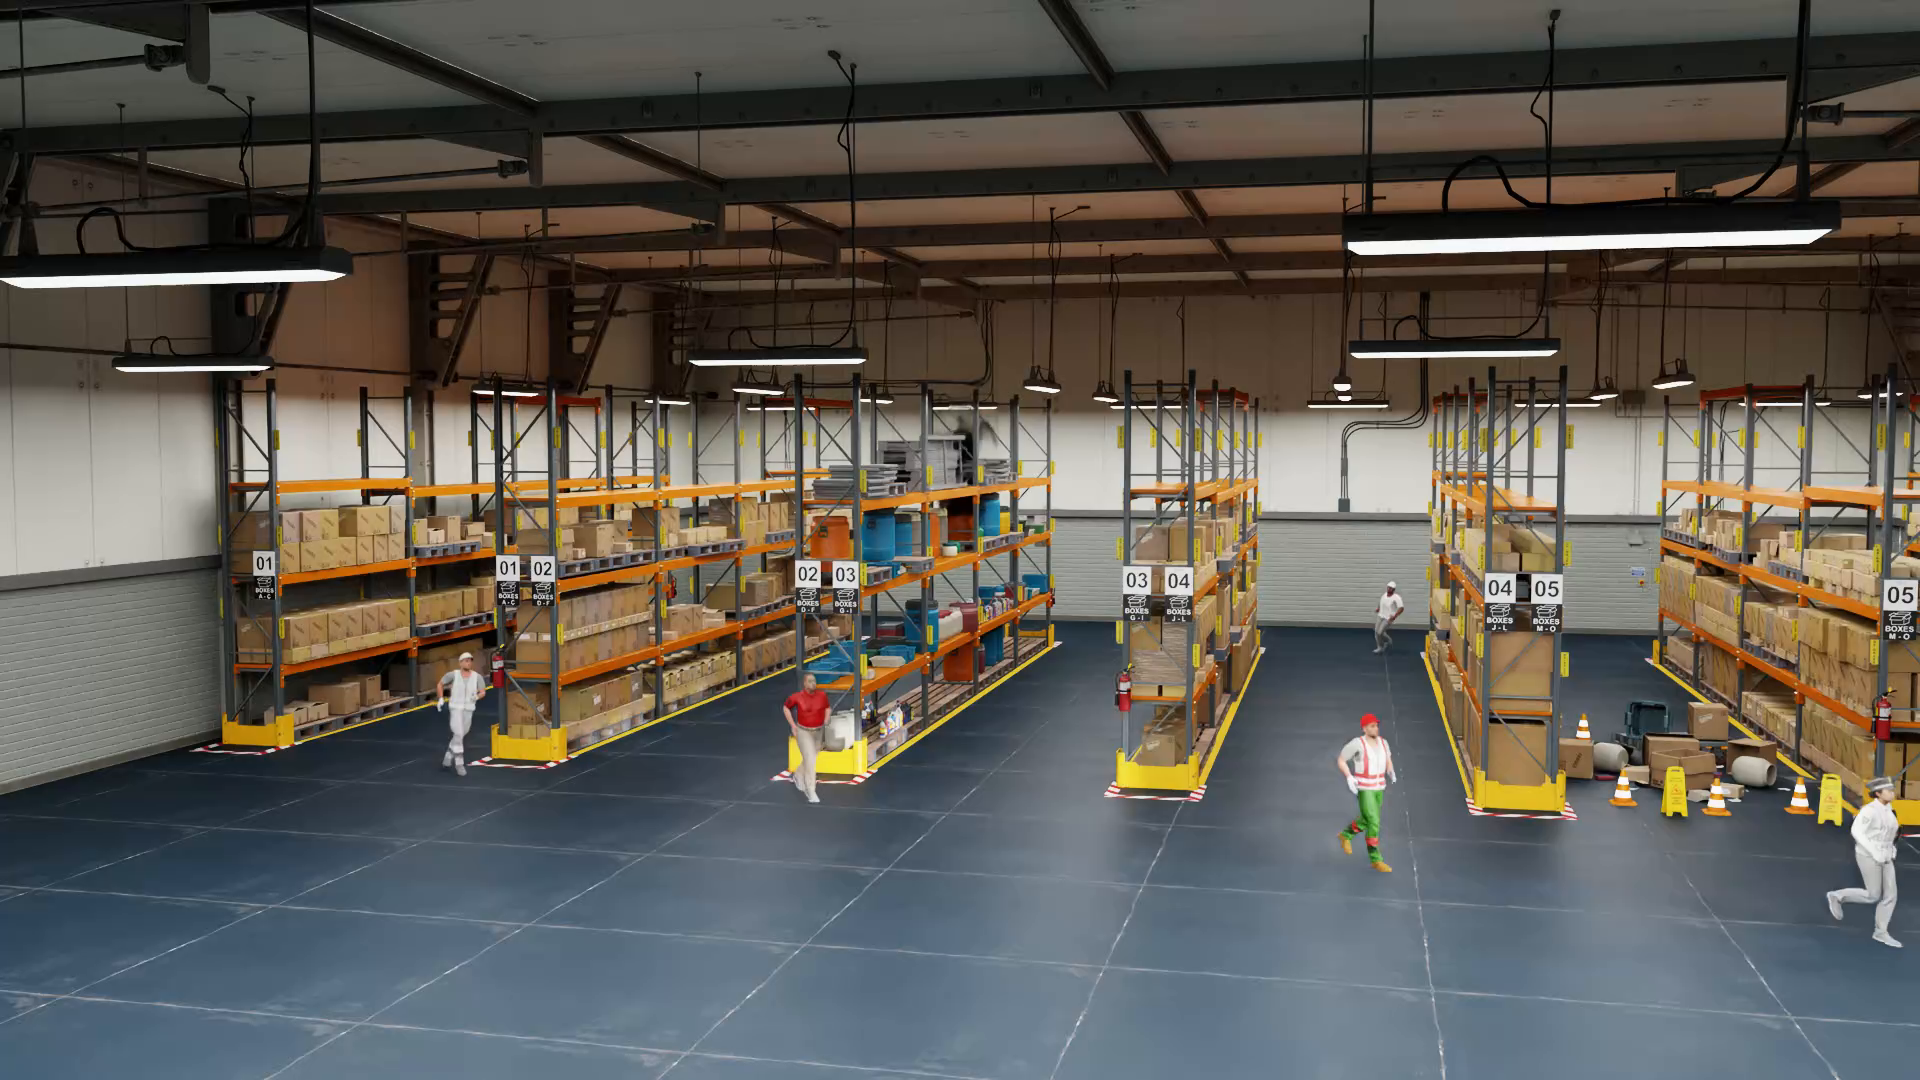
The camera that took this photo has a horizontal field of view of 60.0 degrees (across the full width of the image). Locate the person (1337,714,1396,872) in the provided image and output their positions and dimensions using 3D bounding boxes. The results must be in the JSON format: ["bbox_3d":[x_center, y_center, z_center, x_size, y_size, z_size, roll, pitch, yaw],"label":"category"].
[{"bbox_3d":[4.770,2.905,19.460,0.661,1.780,0.947,-2,4,-30],"label":"person"}]

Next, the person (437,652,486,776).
[{"bbox_3d":[-7.491,2.592,25.102,0.694,1.773,0.910,-2,4,-35],"label":"person"}]

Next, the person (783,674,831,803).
[{"bbox_3d":[-2.123,2.748,23.308,0.653,1.788,0.829,-3,4,-38],"label":"person"}]

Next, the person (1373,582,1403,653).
[{"bbox_3d":[10.038,1.818,39.060,0.527,1.692,0.738,-2,4,-33],"label":"person"}]

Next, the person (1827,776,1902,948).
[{"bbox_3d":[9.132,3.181,16.714,0.593,1.676,0.744,-3,4,-36],"label":"person"}]
